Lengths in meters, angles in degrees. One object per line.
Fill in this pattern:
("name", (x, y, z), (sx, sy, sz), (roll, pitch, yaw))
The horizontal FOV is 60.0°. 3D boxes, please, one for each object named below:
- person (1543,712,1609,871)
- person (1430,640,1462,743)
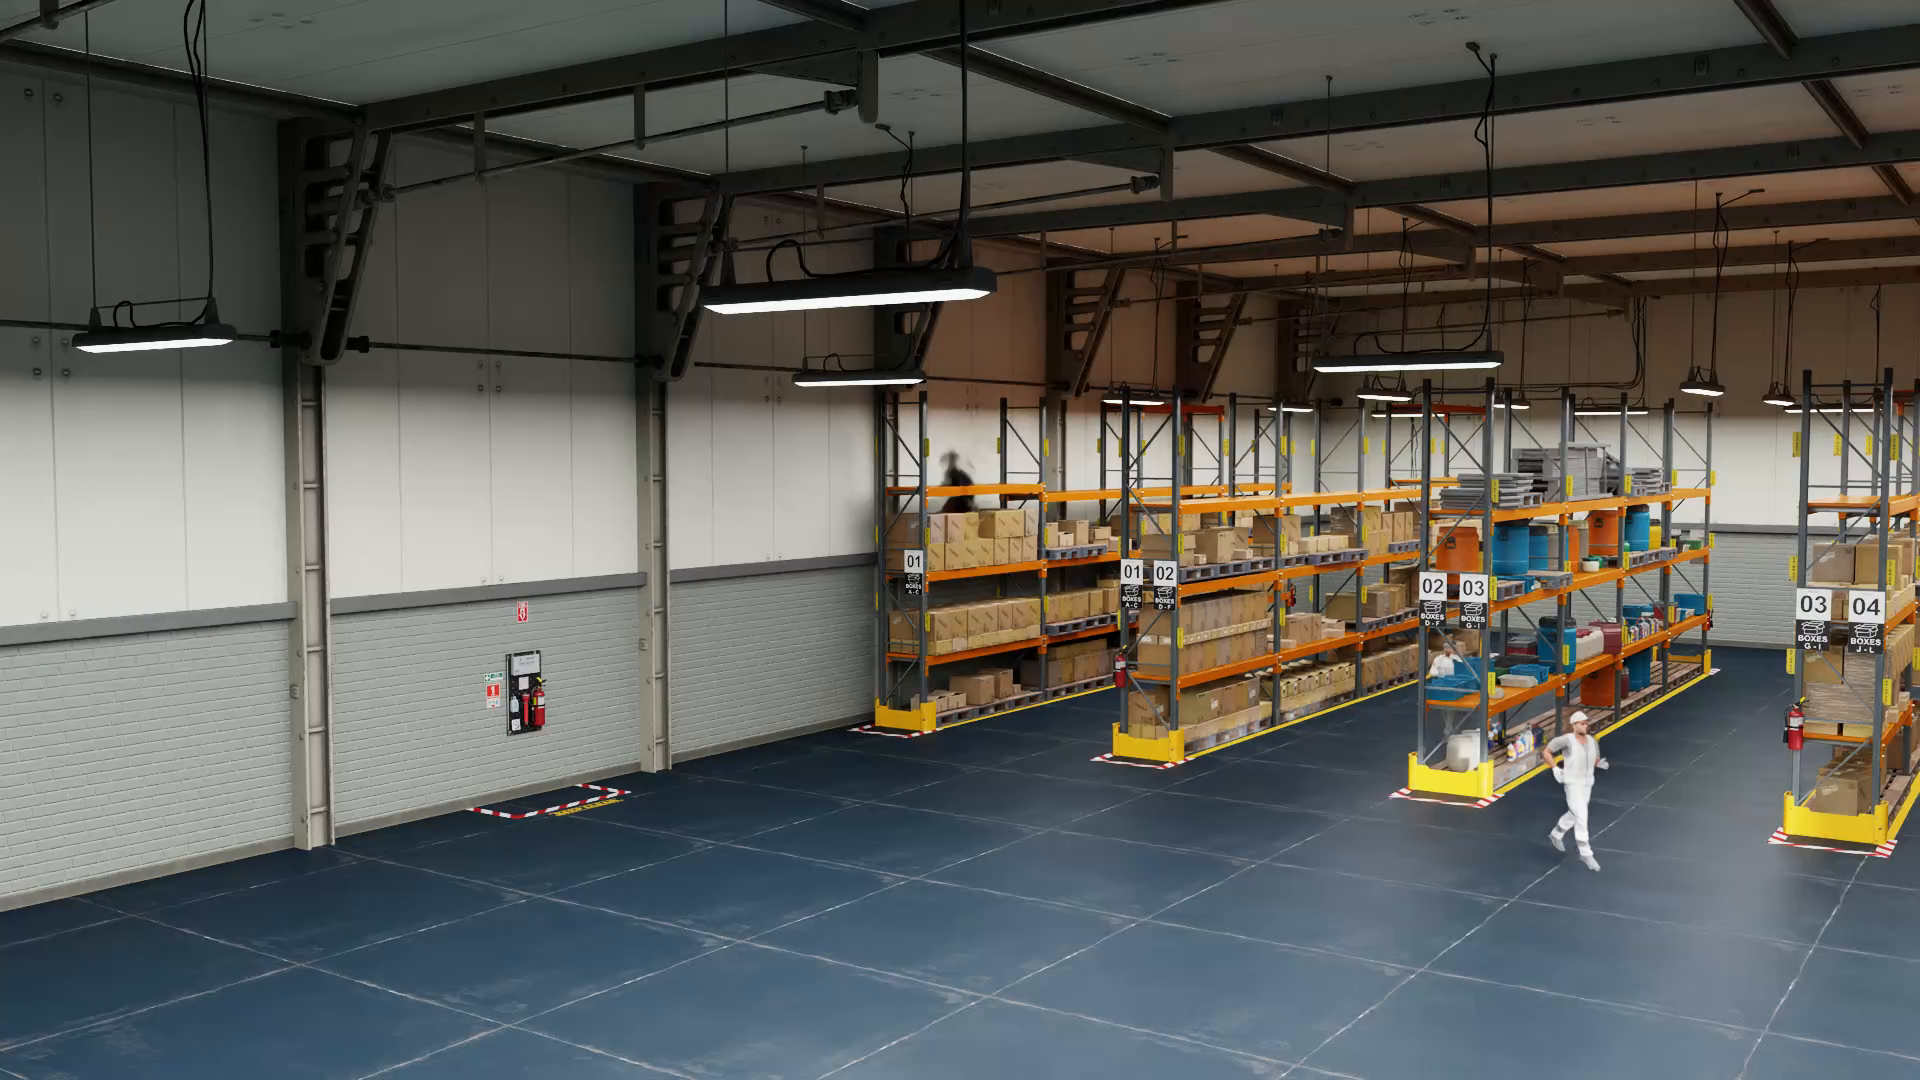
("person", (7.452, 2.979, 20.083), (0.646, 1.822, 0.933), (-1, 3, -23))
("person", (8.387, 2.560, 28.563), (0.590, 1.736, 0.824), (2, 4, 34))
